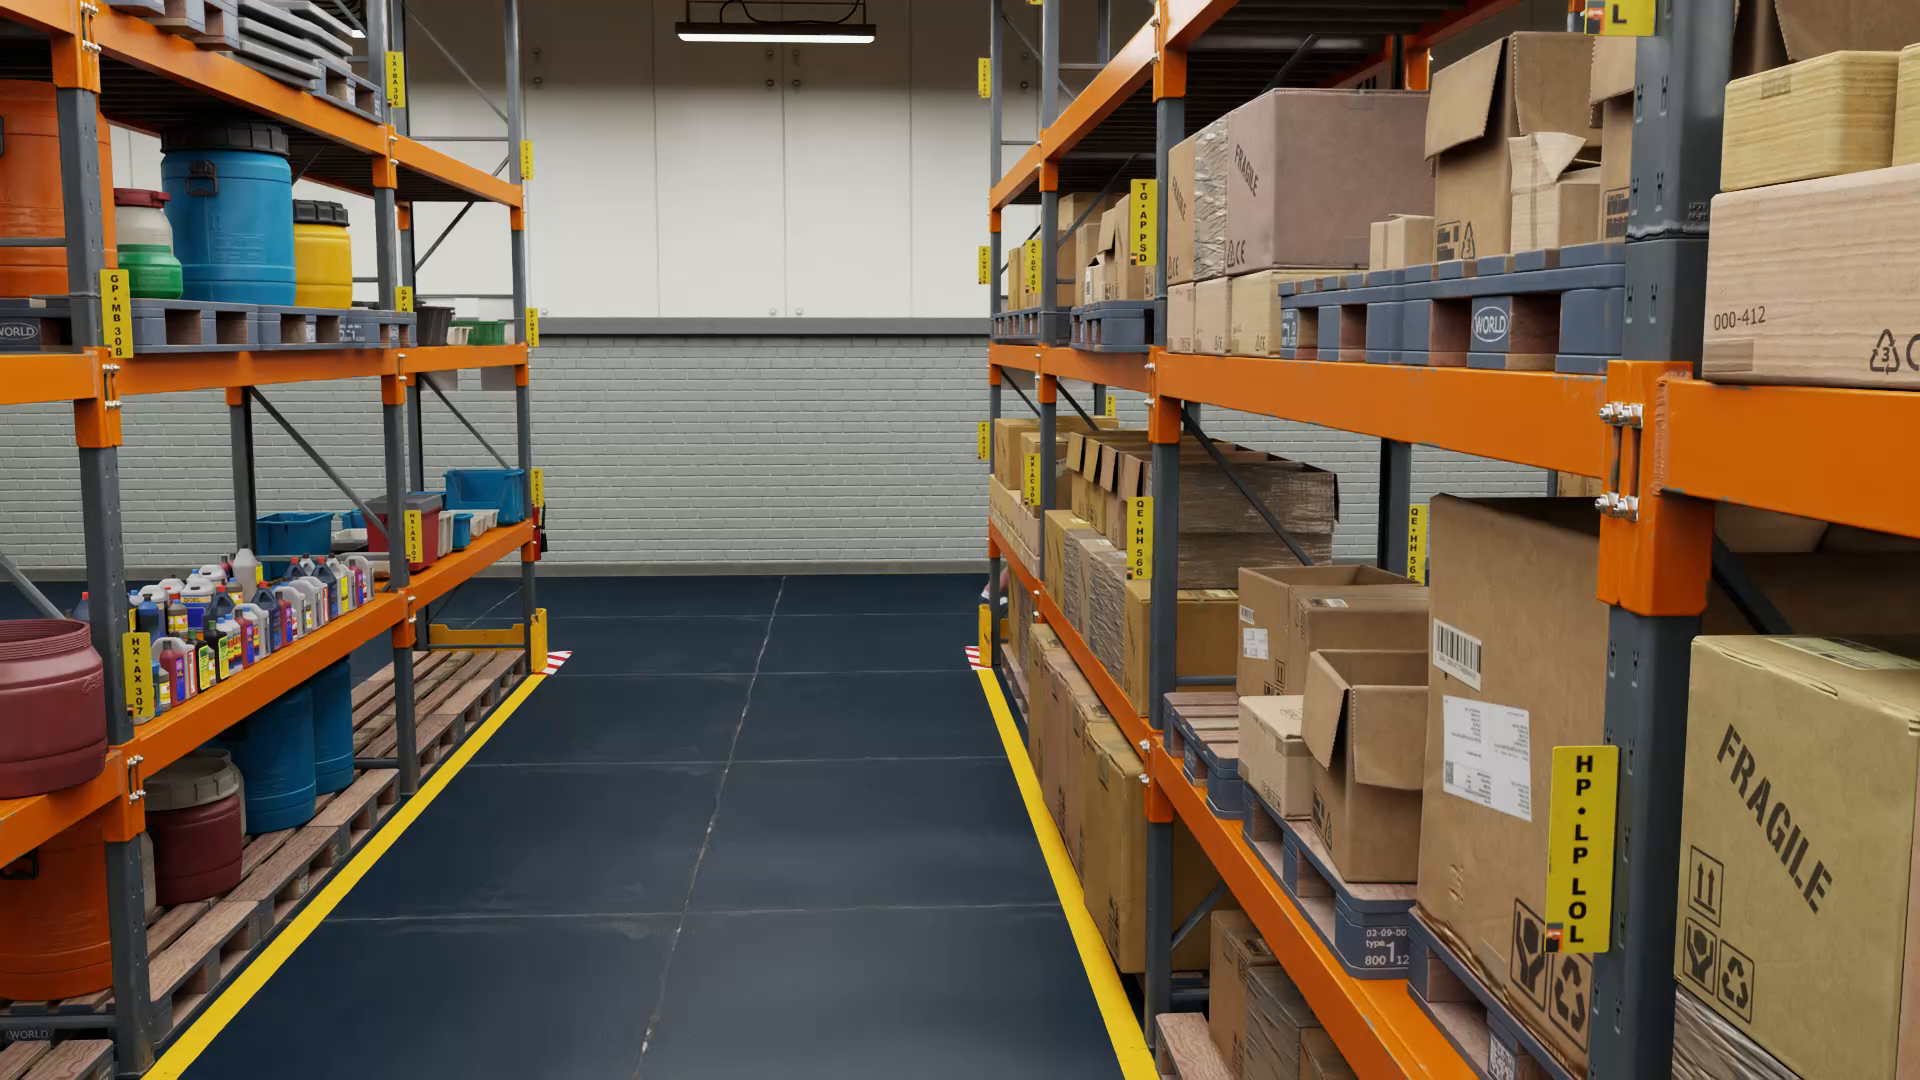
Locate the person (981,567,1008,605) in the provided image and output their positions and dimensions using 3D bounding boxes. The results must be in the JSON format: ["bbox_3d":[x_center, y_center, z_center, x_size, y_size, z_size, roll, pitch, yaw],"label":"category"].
[{"bbox_3d":[0.738,-0.058,17.294,1.015,1.631,0.466,-1,7,-7],"label":"person"}]
